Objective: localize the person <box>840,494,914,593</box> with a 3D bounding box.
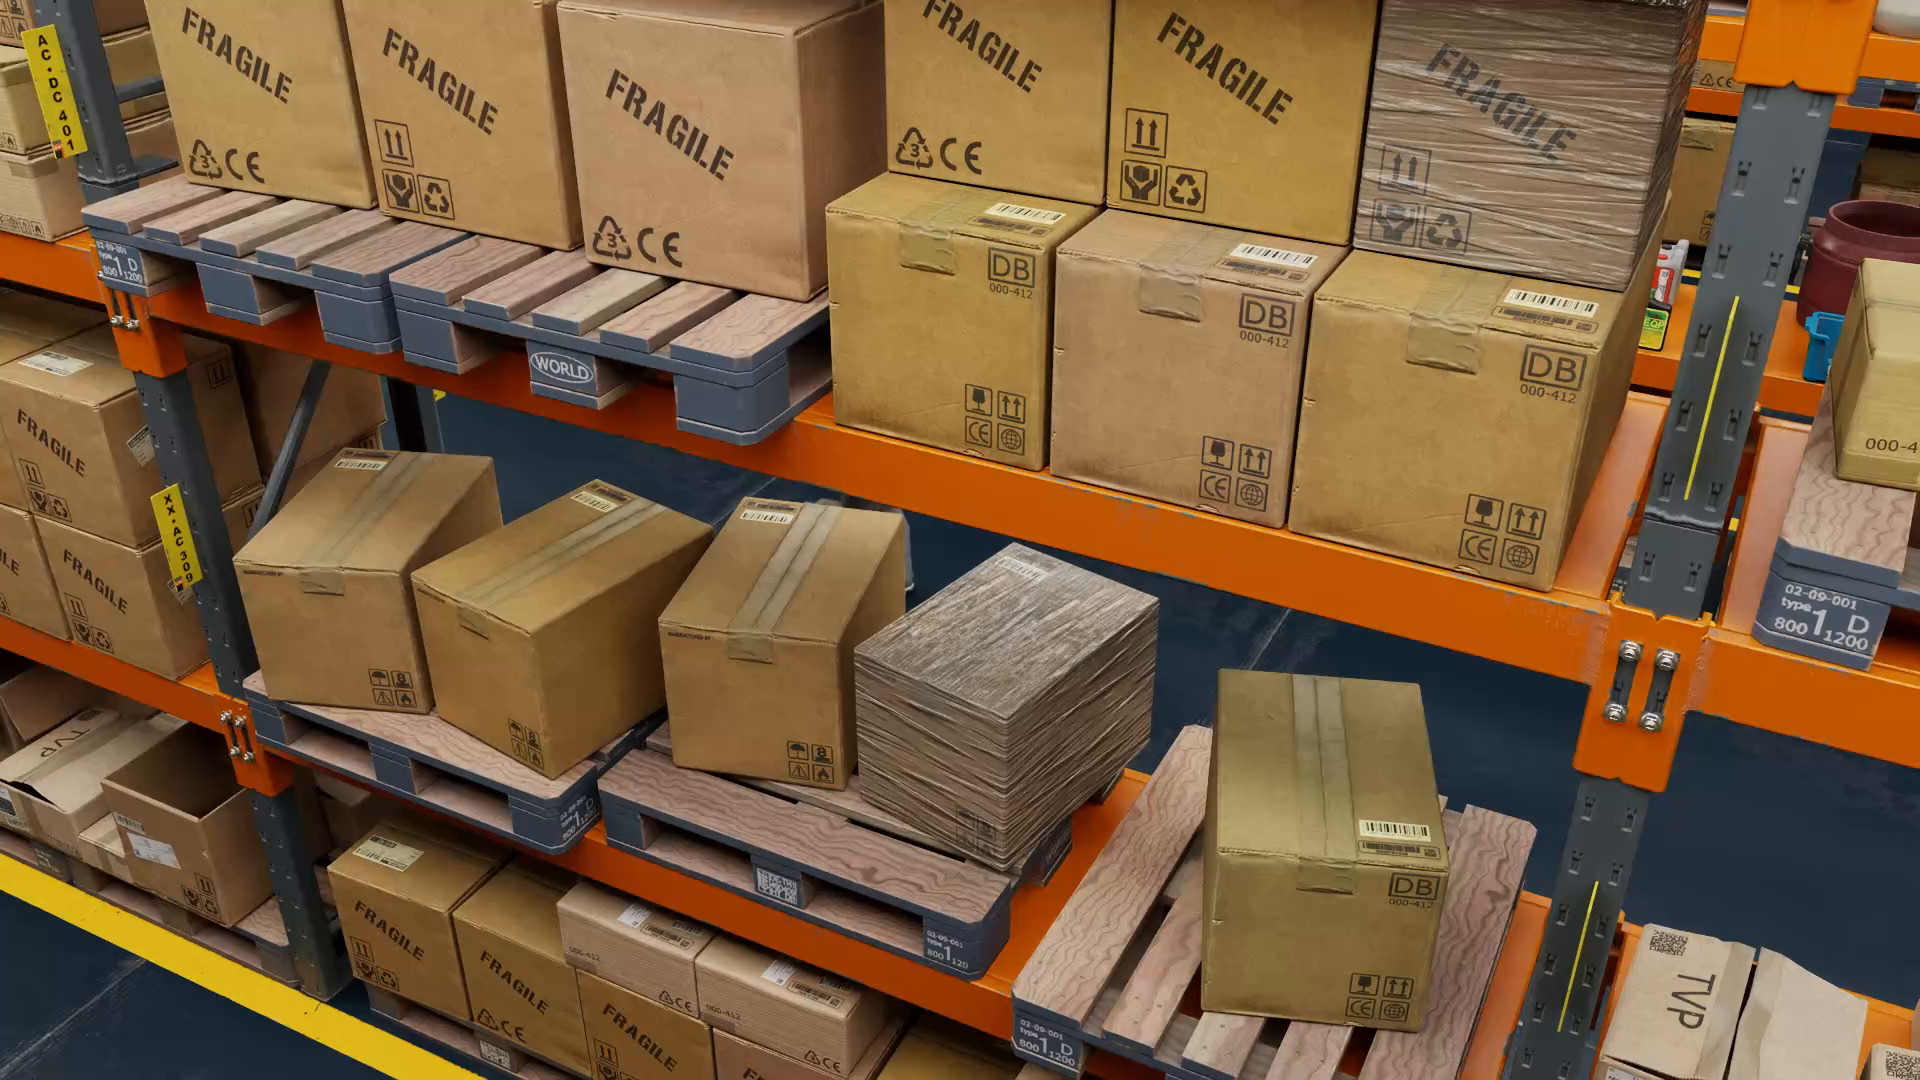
[{"bbox_3d":[-0.421,-0.416,7.846,0.427,1.656,0.511,13,33,21],"label":"person"}]
